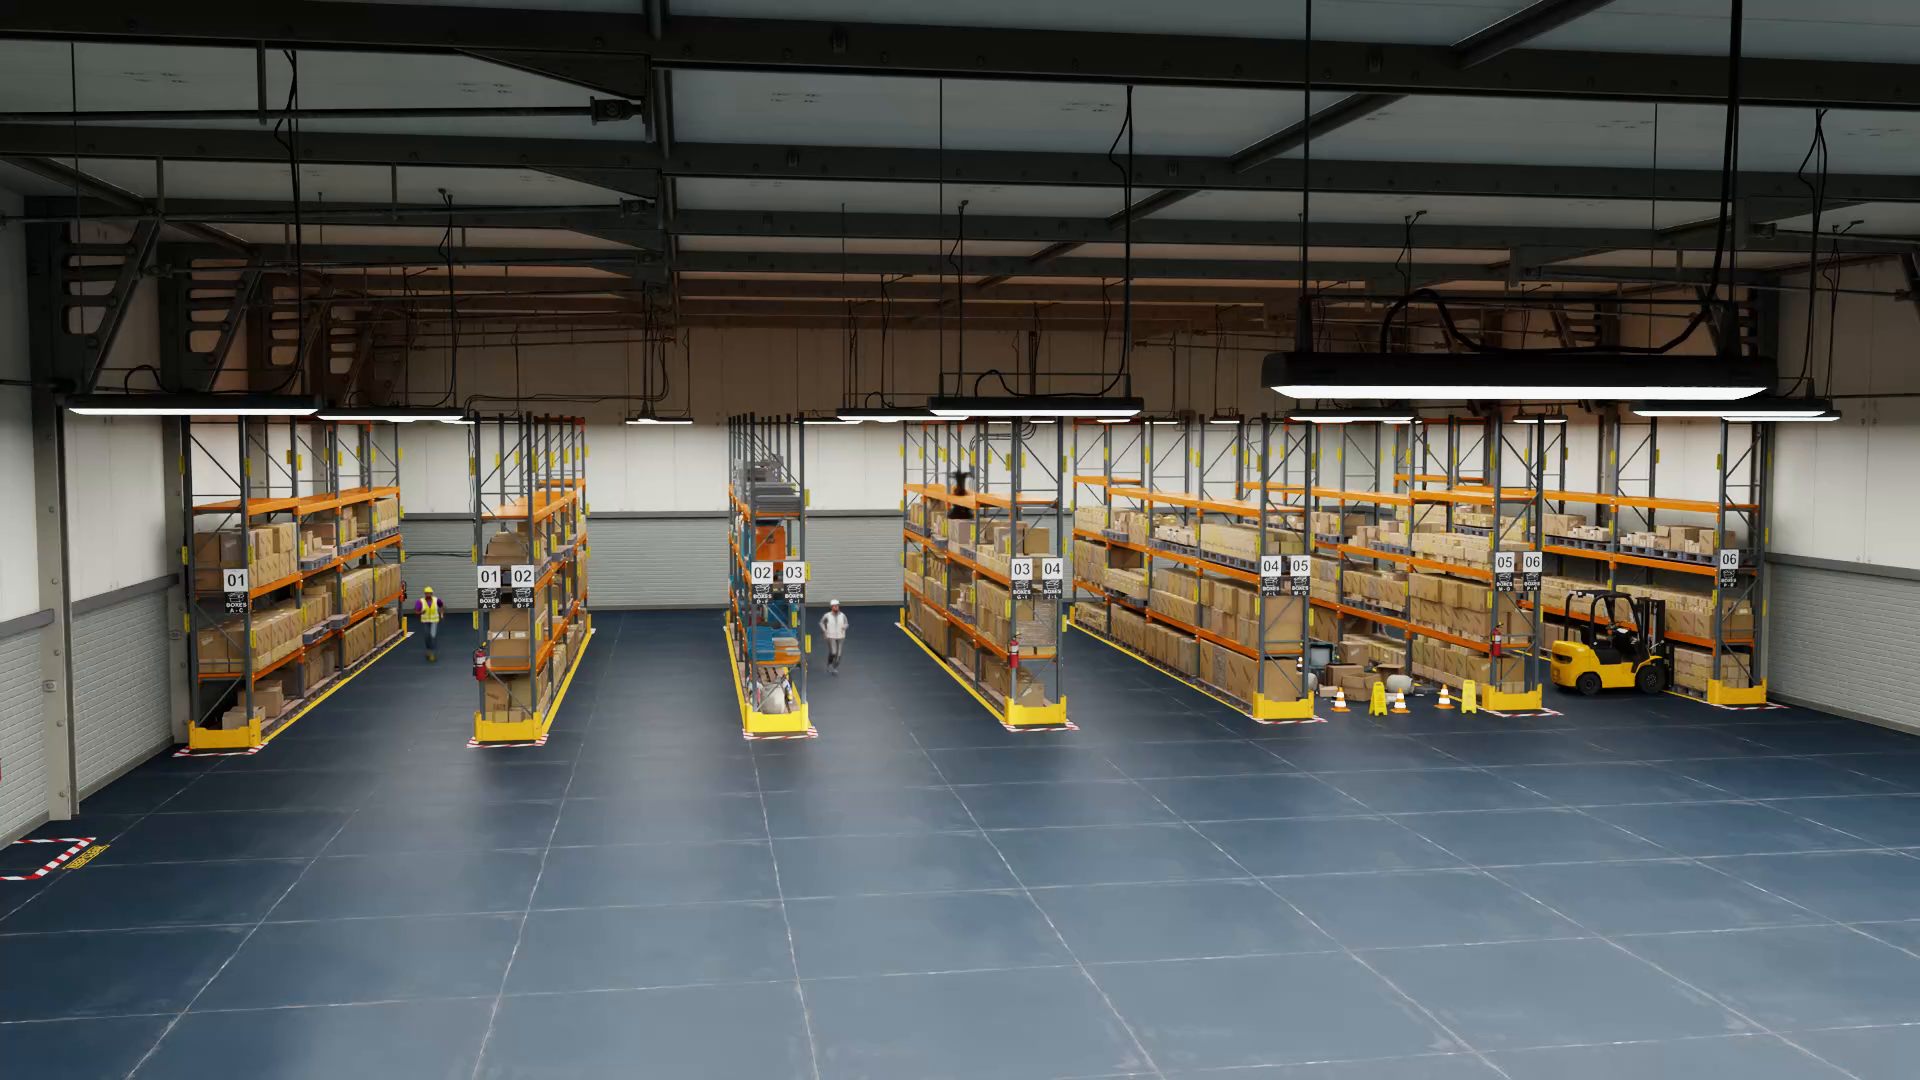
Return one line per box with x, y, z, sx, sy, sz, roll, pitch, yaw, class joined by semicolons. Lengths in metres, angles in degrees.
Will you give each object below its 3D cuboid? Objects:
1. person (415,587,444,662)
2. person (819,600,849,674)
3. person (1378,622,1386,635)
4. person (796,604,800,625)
-13.037;2.057;40.864;0.658;1.823;0.872;-1;4;-11;person
-2.873;2.239;38.254;0.651;1.729;0.647;-1;4;-16;person
11.320;1.815;45.468;0.573;1.640;0.941;-2;4;-21;person
-4.847;1.714;47.931;0.563;1.505;0.609;3;5;38;person
